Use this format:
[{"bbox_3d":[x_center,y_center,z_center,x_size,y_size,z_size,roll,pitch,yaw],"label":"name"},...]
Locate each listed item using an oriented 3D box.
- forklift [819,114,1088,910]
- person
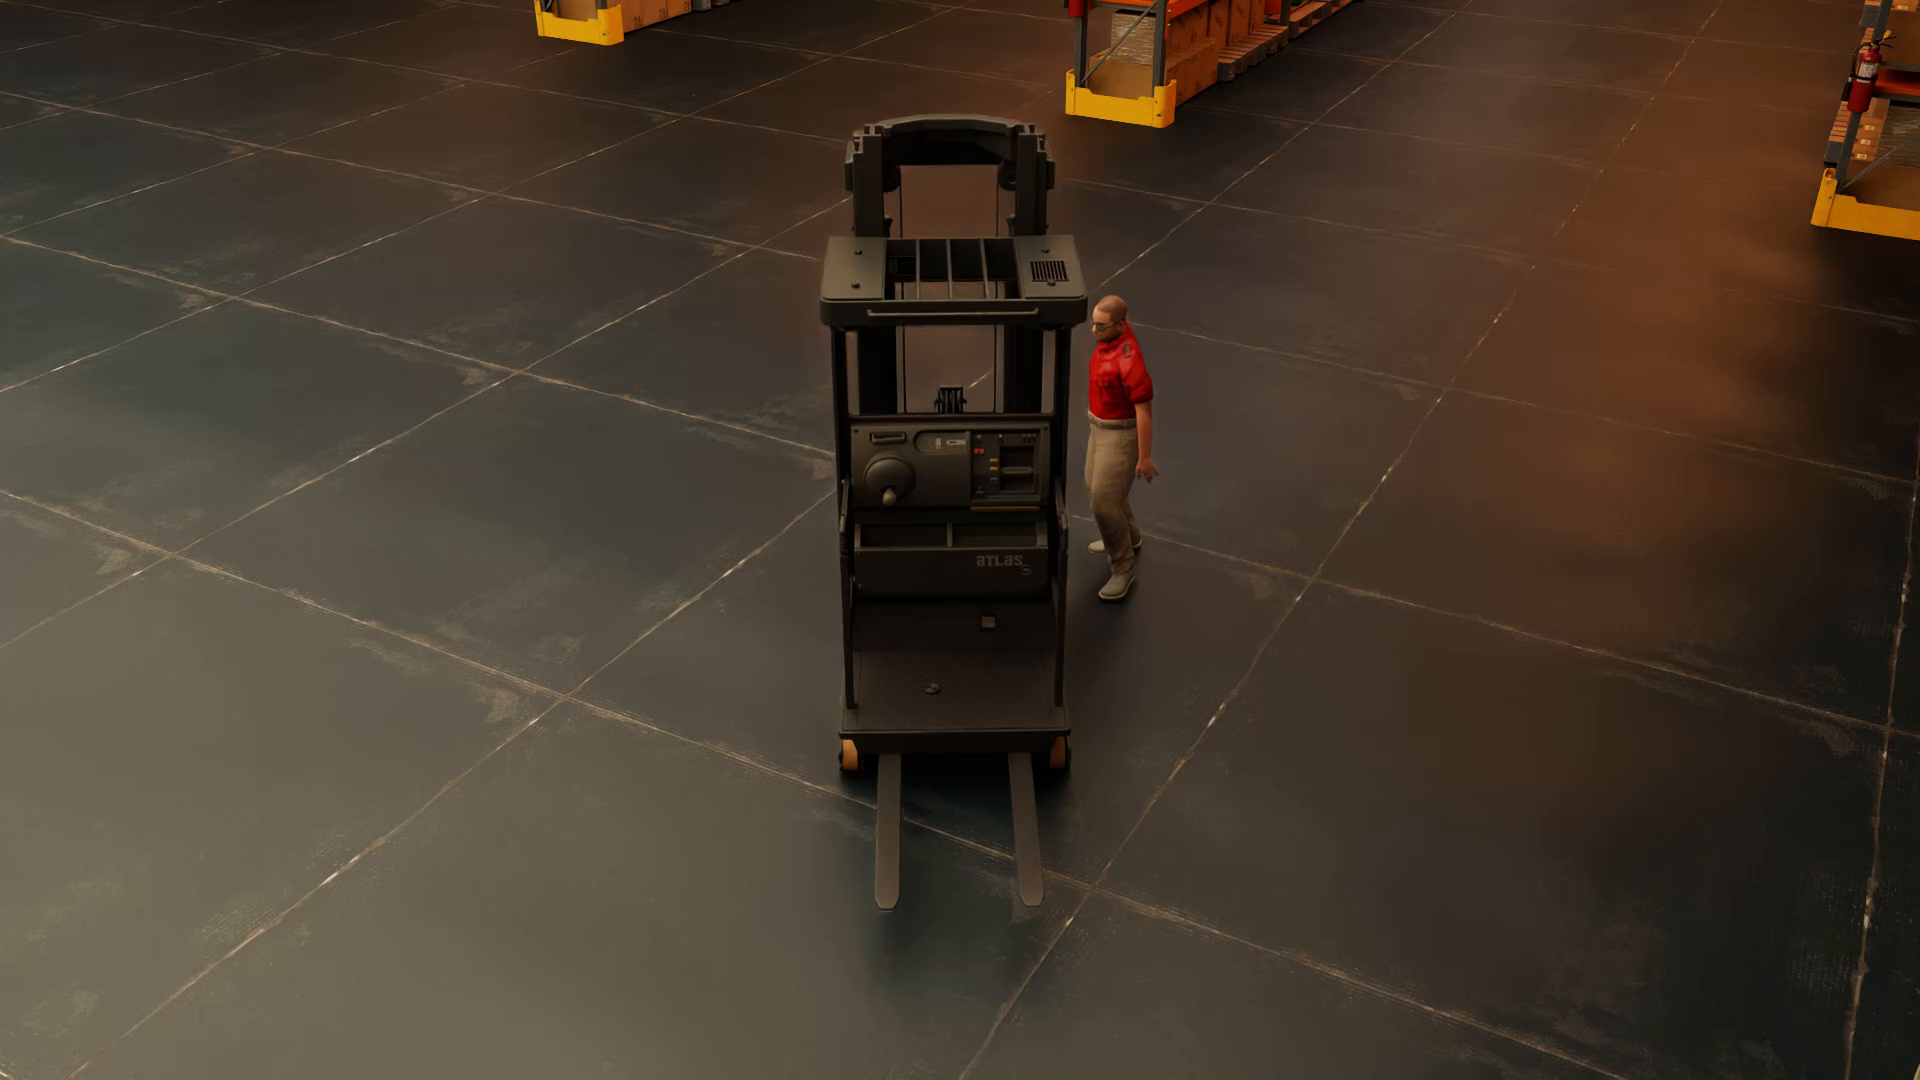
[{"bbox_3d":[-0.035,-0.306,7.601,1.130,2.935,3.031,-1,30,-1],"label":"forklift"},{"bbox_3d":[0.898,-0.590,9.356,0.416,1.702,0.885,-4,30,-7],"label":"person"}]
